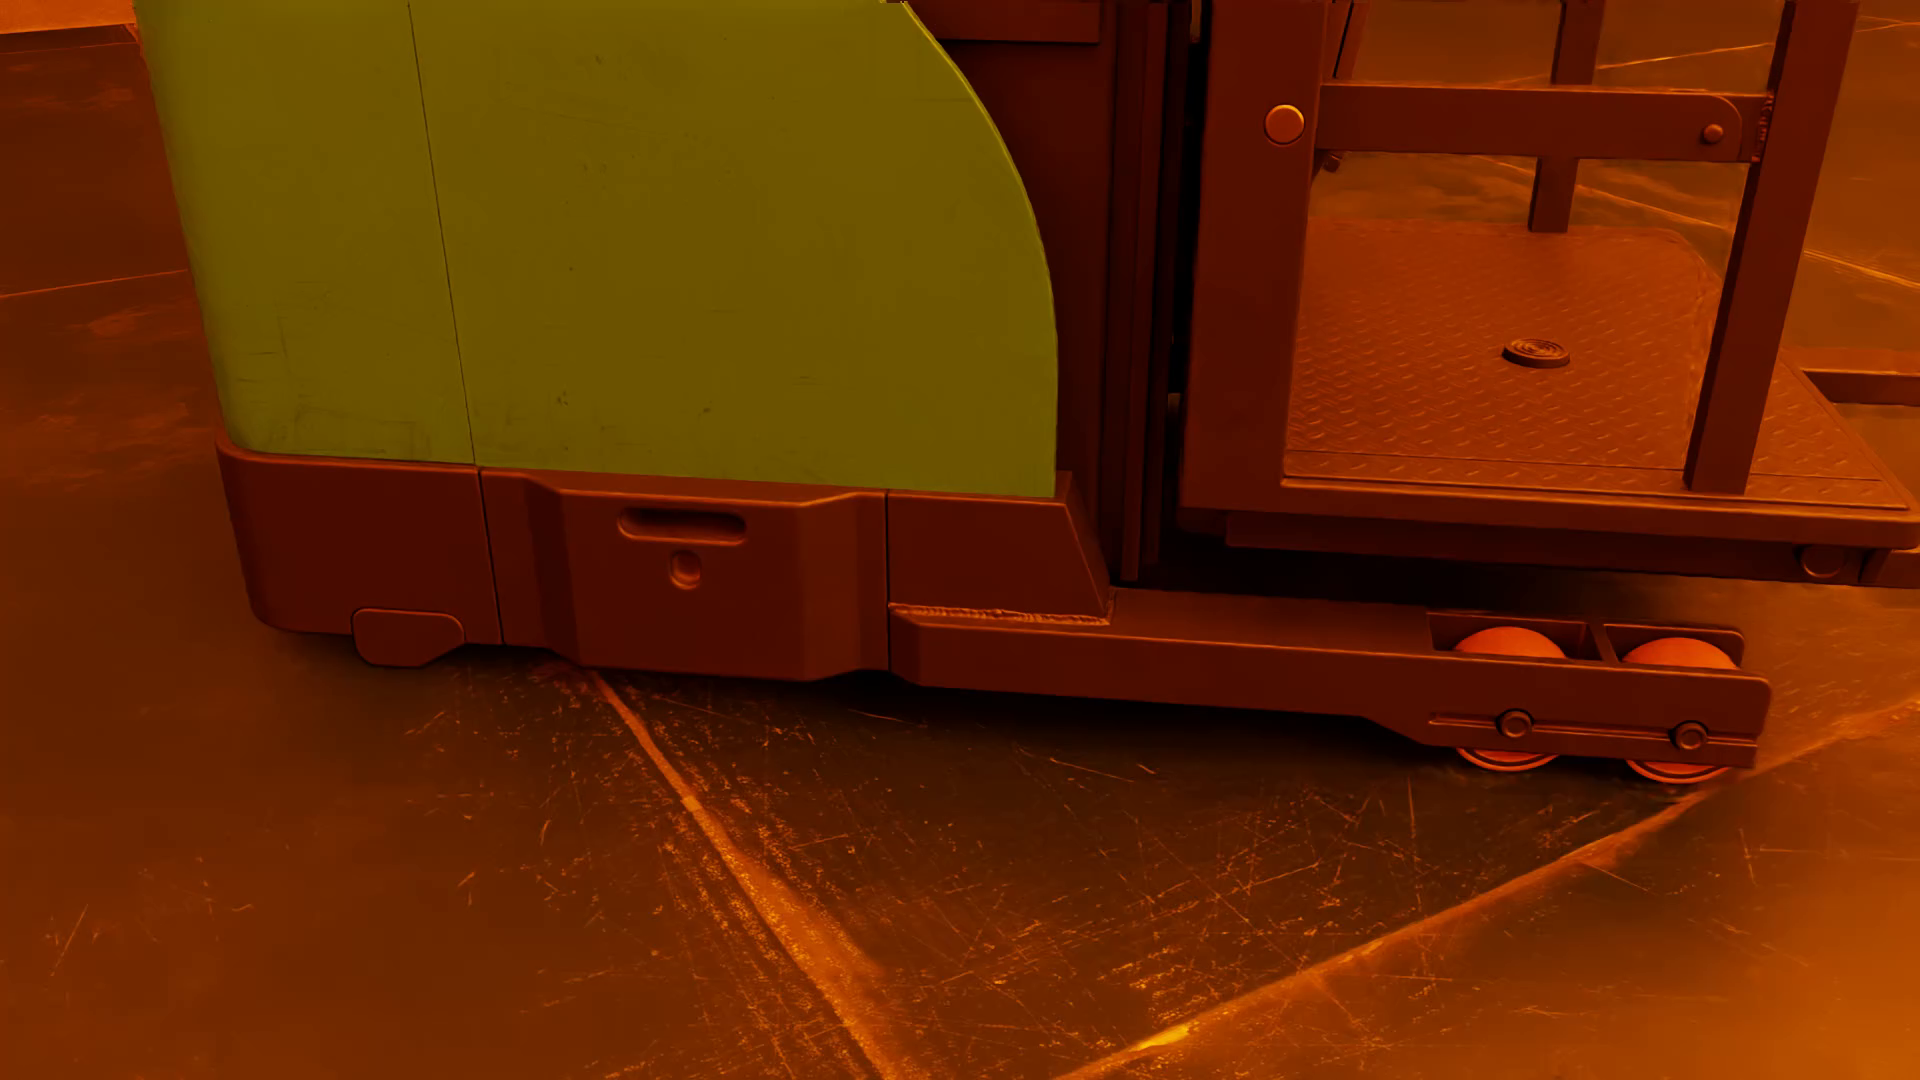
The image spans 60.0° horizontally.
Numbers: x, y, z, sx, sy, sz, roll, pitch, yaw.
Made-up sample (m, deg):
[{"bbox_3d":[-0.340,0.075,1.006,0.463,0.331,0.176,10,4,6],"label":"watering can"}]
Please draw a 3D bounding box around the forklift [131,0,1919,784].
[{"bbox_3d":[0.623,-1.279,1.782,3.031,2.935,1.130,3,27,7],"label":"forklift"}]
